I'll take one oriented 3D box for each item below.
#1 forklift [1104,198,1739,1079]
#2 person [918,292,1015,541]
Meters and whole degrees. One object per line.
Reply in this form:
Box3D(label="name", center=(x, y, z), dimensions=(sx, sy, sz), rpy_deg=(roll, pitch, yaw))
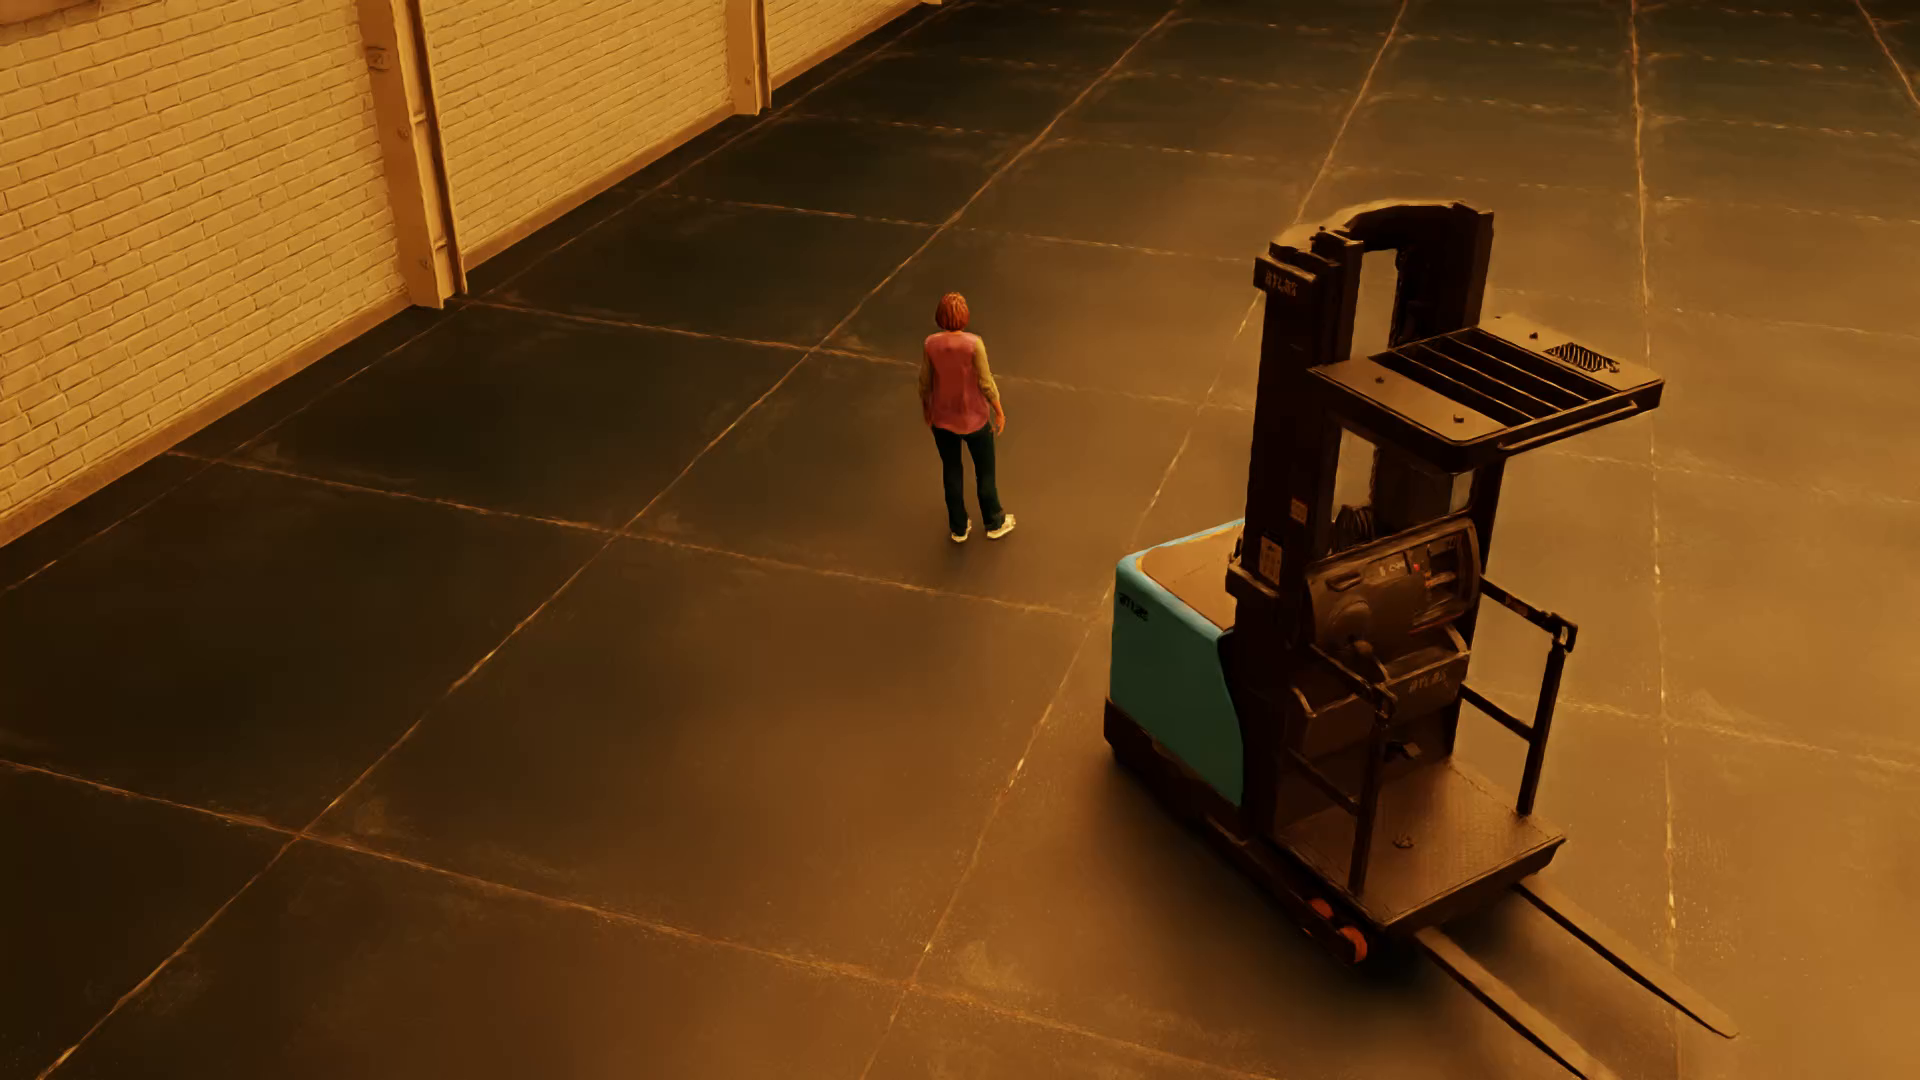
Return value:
Box3D(label="forklift", center=(1.908, 0.244, 6.709), dimensions=(1.130, 2.935, 3.031), rpy_deg=(-17, 34, -27))
Box3D(label="person", center=(0.037, -0.733, 9.754), dimensions=(0.520, 1.597, 0.474), rpy_deg=(10, 31, 16))
